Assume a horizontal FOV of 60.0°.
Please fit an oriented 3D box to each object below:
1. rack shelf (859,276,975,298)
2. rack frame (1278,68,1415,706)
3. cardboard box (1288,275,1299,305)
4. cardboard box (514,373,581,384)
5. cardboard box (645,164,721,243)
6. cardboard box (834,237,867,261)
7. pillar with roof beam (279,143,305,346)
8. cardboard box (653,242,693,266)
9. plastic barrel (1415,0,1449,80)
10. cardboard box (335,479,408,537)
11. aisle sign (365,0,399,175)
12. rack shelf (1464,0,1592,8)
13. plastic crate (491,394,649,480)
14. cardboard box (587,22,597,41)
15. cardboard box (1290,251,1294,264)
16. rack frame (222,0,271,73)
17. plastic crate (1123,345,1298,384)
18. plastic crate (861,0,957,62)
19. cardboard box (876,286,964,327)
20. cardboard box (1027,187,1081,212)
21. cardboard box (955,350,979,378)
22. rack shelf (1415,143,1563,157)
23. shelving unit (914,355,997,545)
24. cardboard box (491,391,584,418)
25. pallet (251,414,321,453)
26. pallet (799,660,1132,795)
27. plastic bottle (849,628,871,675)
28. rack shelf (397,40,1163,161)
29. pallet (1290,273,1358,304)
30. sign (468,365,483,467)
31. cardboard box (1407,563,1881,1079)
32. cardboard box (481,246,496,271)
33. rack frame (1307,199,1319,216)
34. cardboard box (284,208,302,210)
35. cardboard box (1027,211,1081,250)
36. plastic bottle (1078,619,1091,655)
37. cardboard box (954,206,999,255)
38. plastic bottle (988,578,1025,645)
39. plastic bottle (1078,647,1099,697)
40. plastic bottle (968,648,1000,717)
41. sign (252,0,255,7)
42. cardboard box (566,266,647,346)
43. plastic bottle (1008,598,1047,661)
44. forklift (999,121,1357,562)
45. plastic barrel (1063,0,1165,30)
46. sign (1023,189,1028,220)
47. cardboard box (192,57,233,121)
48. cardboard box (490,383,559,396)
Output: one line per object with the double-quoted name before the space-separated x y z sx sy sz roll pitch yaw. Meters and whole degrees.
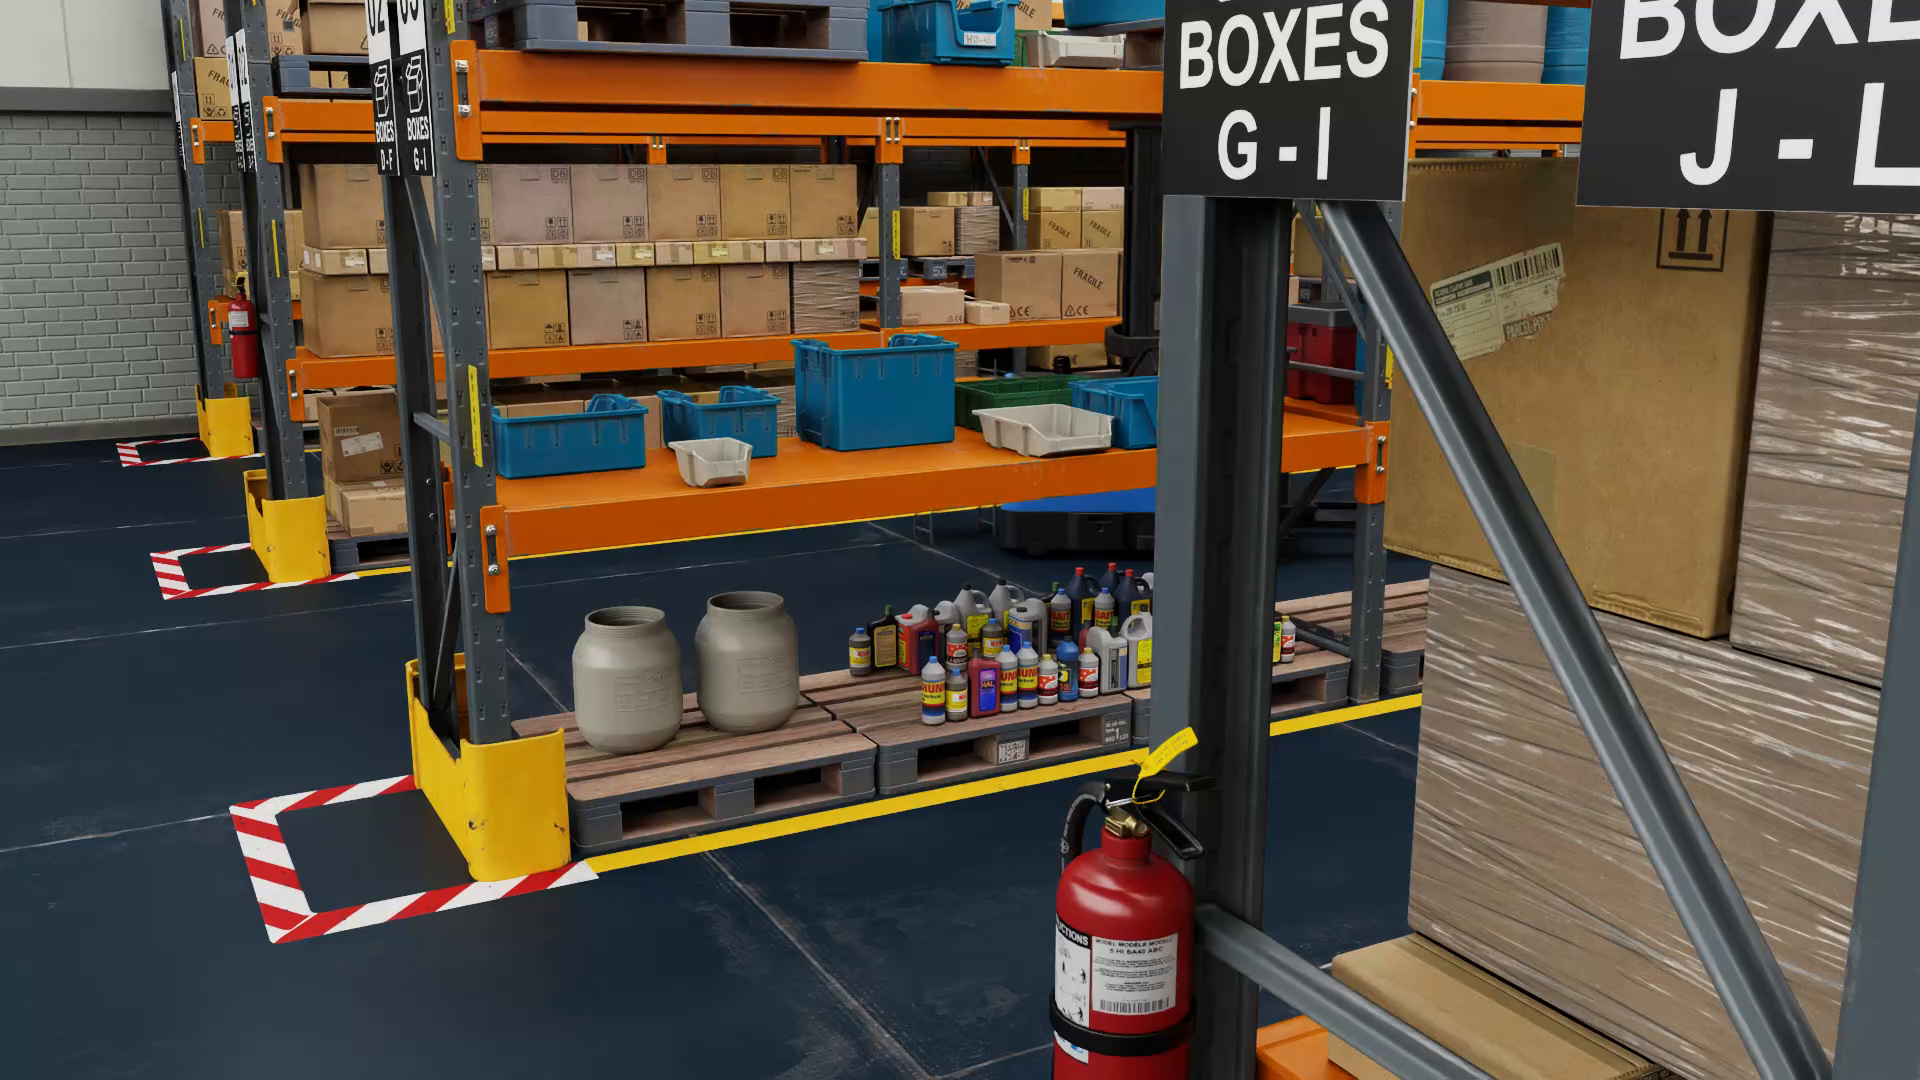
"rack shelf" -1.330 -2.567 17.323 4.000 0.370 1.077 -7 14 -28
"rack frame" 1.662 -0.799 7.826 0.127 3.000 1.000 -7 14 -28
"cardboard box" 2.462 -2.101 13.816 0.500 0.311 0.500 -6 14 -24
"cardboard box" -3.977 -1.586 16.016 0.500 0.500 0.500 -8 15 -32
"cardboard box" -1.978 -2.281 11.232 0.500 0.500 0.700 -7 14 -28
"cardboard box" -0.844 -2.049 11.676 0.250 0.149 0.380 -7 14 -28
"pillar with roof beam" -4.333 -4.625 11.162 0.400 9.000 9.100 -7 14 -28
"cardboard box" -1.960 -1.916 11.084 0.250 0.149 0.380 -6 14 -26
"plastic barrel" 2.004 -2.602 7.865 0.708 0.901 0.600 -7 14 -28
"cardboard box" -3.642 -0.210 10.515 0.500 0.250 0.500 -7 14 -28
"aisle sign" -2.055 -1.696 5.891 0.004 0.787 0.394 -7 14 -28
"rack shelf" 2.280 -0.746 2.399 4.000 0.370 1.077 -7 14 -28
"plastic crate" -1.553 -0.416 6.463 0.616 0.251 0.499 -7 14 -28
"cardboard box" -2.214 -3.392 11.005 0.637 0.503 0.797 -5 14 -22
"cardboard box" 3.776 -3.347 19.674 0.250 0.149 0.380 -7 14 -27
"rack frame" -4.219 -4.260 9.541 0.127 3.000 1.000 -7 14 -28
"plastic crate" 1.141 -0.738 7.697 0.504 0.338 0.767 -7 14 -28
"plastic crate" -0.320 -2.092 6.778 0.575 0.384 0.392 -7 14 -28
"cardboard box" -0.297 -1.741 12.353 0.500 0.250 0.500 -6 14 -24
"cardboard box" 0.973 -3.699 18.056 0.500 0.250 0.500 -6 14 -27
"cardboard box" -0.181 -2.038 18.024 0.500 0.500 0.700 -7 14 -27
"rack shelf" 5.692 -4.872 20.734 4.000 0.370 1.077 -7 14 -28
"shelving unit" -0.033 -0.602 11.051 0.503 1.200 0.258 -7 15 -30
"cardboard box" -2.771 -0.684 10.913 0.500 0.500 0.500 -7 14 -28
"pallet" -5.799 -1.013 15.131 1.213 0.211 1.003 -7 14 -28
"pallet" -0.020 0.754 7.280 1.213 0.211 1.003 -7 14 -28
"plastic bottle" -0.447 0.495 7.449 0.097 0.201 0.097 0 13 0
"rack shelf" -0.094 -1.701 6.641 4.000 0.370 1.077 -7 14 -28
"pallet" 3.364 -2.166 14.337 1.003 0.211 1.213 -7 14 -28
"sign" -1.589 -0.406 5.452 0.005 0.325 0.100 -7 14 -28
"cardboard box" 1.020 0.330 1.905 0.500 0.500 0.875 -7 14 -28
"cardboard box" -3.099 -1.778 10.473 0.250 0.149 0.380 -7 14 -29
"rack frame" 3.937 -3.549 20.049 0.127 3.000 1.000 -7 14 -28
"cardboard box" -5.838 -2.731 15.001 0.500 0.500 0.500 -7 14 -27
"cardboard box" 0.975 -3.334 18.141 0.500 0.500 0.500 -6 14 -26
"plastic bottle" 0.587 0.485 7.306 0.133 0.283 0.061 -7 14 -28
"cardboard box" 0.018 -3.341 17.892 0.500 0.500 0.700 -9 15 -34
"plastic bottle" 0.216 0.349 7.759 0.185 0.351 0.144 -7 14 -28
"plastic bottle" 0.548 0.563 7.145 0.097 0.201 0.097 0 13 0
"plastic bottle" 0.099 0.582 6.877 0.133 0.283 0.061 -7 14 -27
"sign" -3.959 -3.154 9.287 0.005 0.325 0.100 -7 14 -28
"cardboard box" -2.446 -1.592 11.122 0.500 0.500 0.700 -6 14 -26
"plastic bottle" 0.309 0.411 7.652 0.135 0.276 0.152 -7 14 -28
"forklift" 1.776 -1.410 10.700 3.031 2.935 1.130 0 13 2
"plastic barrel" 0.737 -2.627 7.022 0.708 0.901 0.600 -7 14 -28
"sign" 0.694 -3.551 17.600 0.005 0.325 0.100 -7 14 -28
"cardboard box" -6.183 -3.796 14.039 0.500 0.500 0.500 -6 14 -26
"cardboard box" -3.020 -0.784 11.358 0.500 0.500 0.500 -7 14 -28
